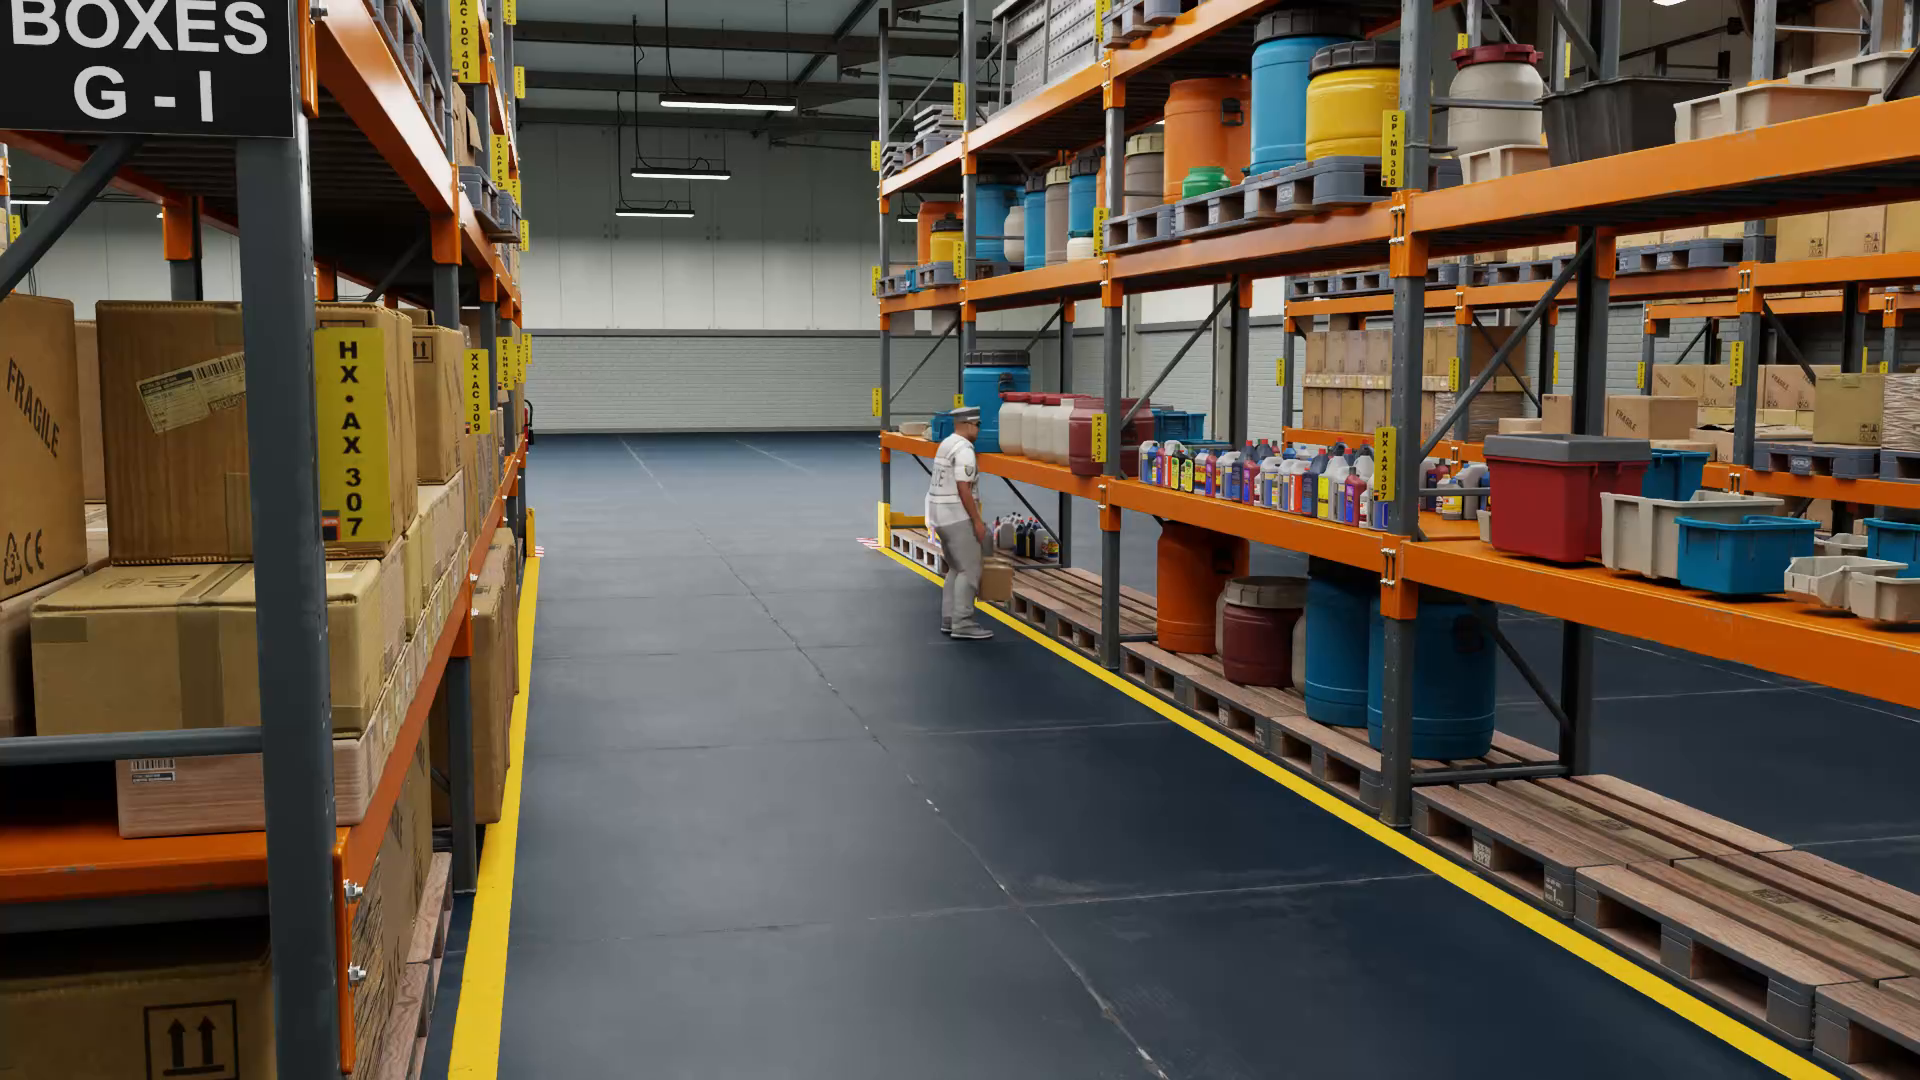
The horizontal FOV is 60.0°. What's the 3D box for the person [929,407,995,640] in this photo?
[{"bbox_3d":[-0.008,-0.141,12.713,0.434,1.752,0.566,-2,6,-15],"label":"person"}]
